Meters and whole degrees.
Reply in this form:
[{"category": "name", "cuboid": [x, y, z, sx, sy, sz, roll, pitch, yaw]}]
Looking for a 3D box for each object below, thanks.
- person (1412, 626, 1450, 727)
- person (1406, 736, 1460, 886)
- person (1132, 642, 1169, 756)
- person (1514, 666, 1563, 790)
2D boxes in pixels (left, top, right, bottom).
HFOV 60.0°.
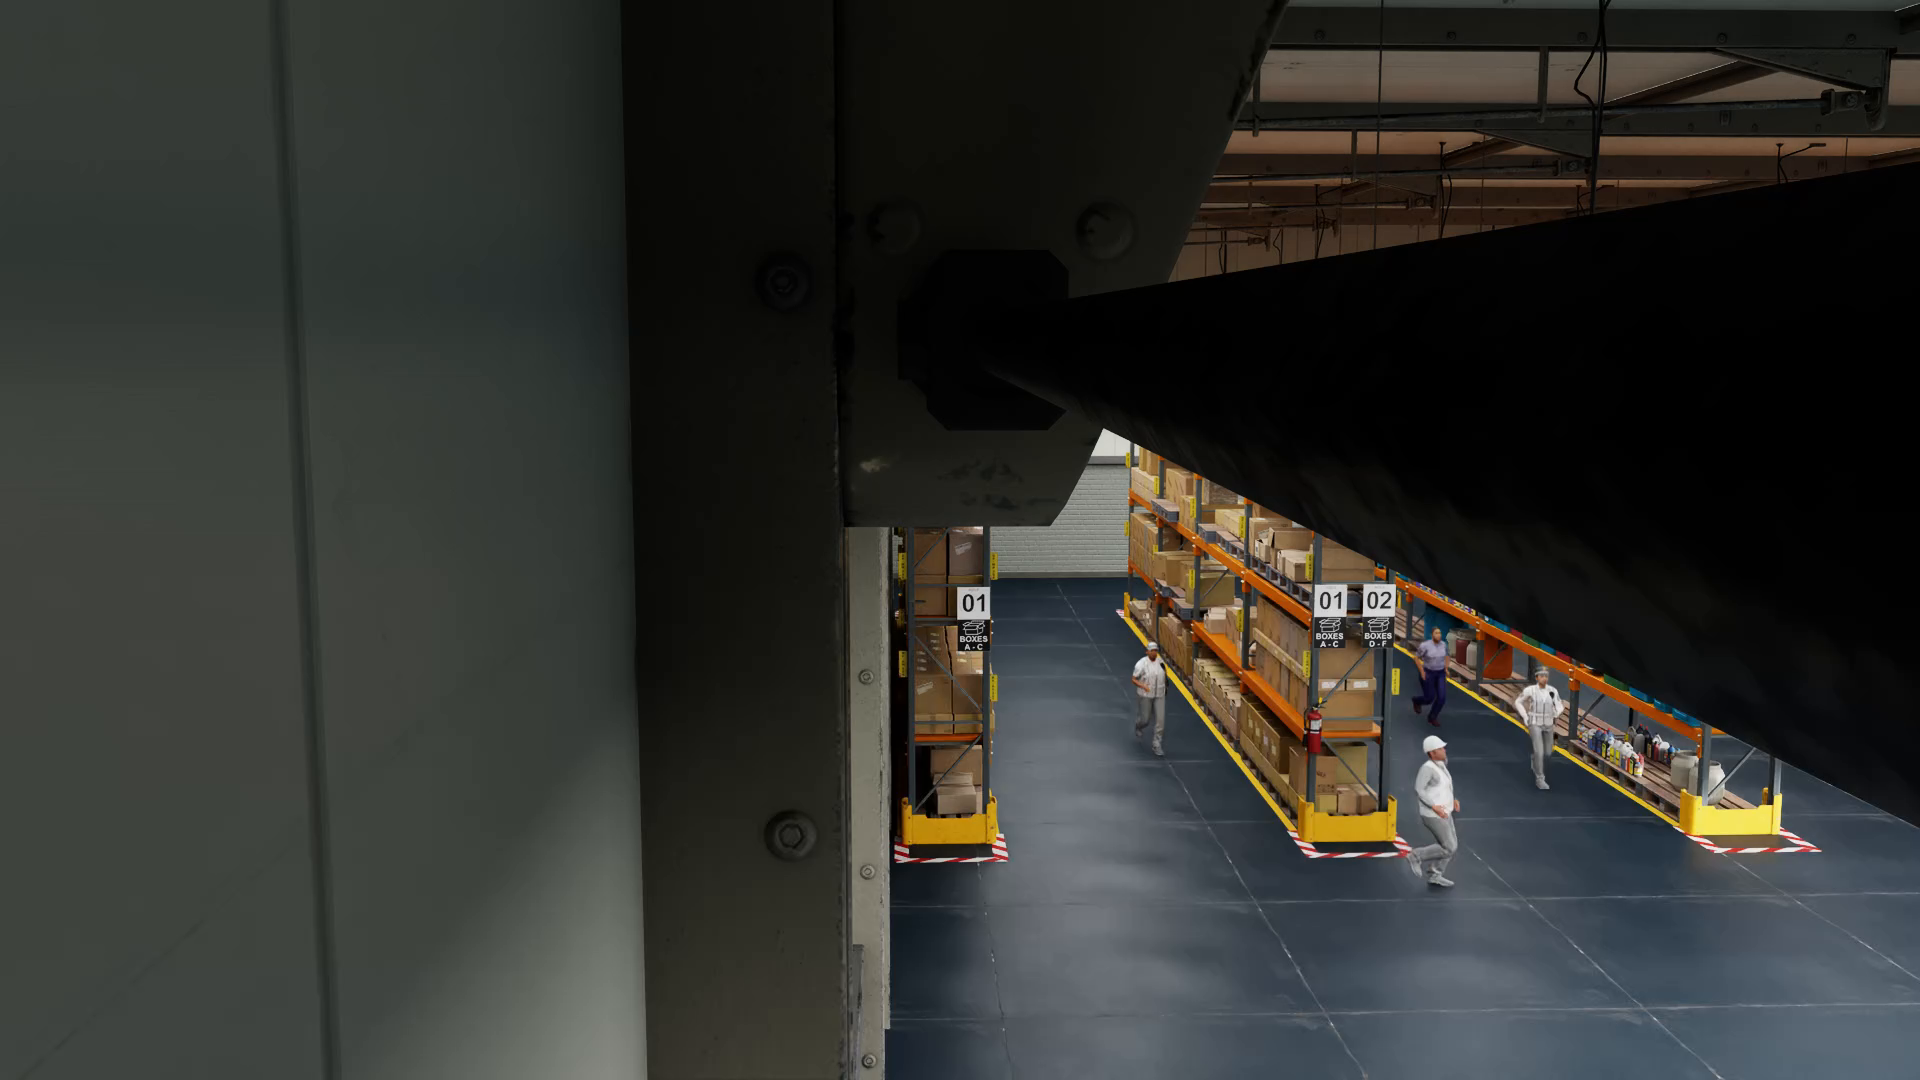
[{"category": "person", "cuboid": [7.532, 2.158, 26.592, 0.593, 1.588, 0.586, -2, 7, -12]}, {"category": "person", "cuboid": [5.380, 3.076, 18.880, 0.549, 1.726, 0.676, 4, 8, 29]}, {"category": "person", "cuboid": [2.862, 2.338, 24.895, 0.607, 1.658, 0.849, -2, 8, -14]}, {"category": "person", "cuboid": [8.033, 2.555, 23.050, 0.626, 1.665, 0.832, 0, 7, -1]}]
